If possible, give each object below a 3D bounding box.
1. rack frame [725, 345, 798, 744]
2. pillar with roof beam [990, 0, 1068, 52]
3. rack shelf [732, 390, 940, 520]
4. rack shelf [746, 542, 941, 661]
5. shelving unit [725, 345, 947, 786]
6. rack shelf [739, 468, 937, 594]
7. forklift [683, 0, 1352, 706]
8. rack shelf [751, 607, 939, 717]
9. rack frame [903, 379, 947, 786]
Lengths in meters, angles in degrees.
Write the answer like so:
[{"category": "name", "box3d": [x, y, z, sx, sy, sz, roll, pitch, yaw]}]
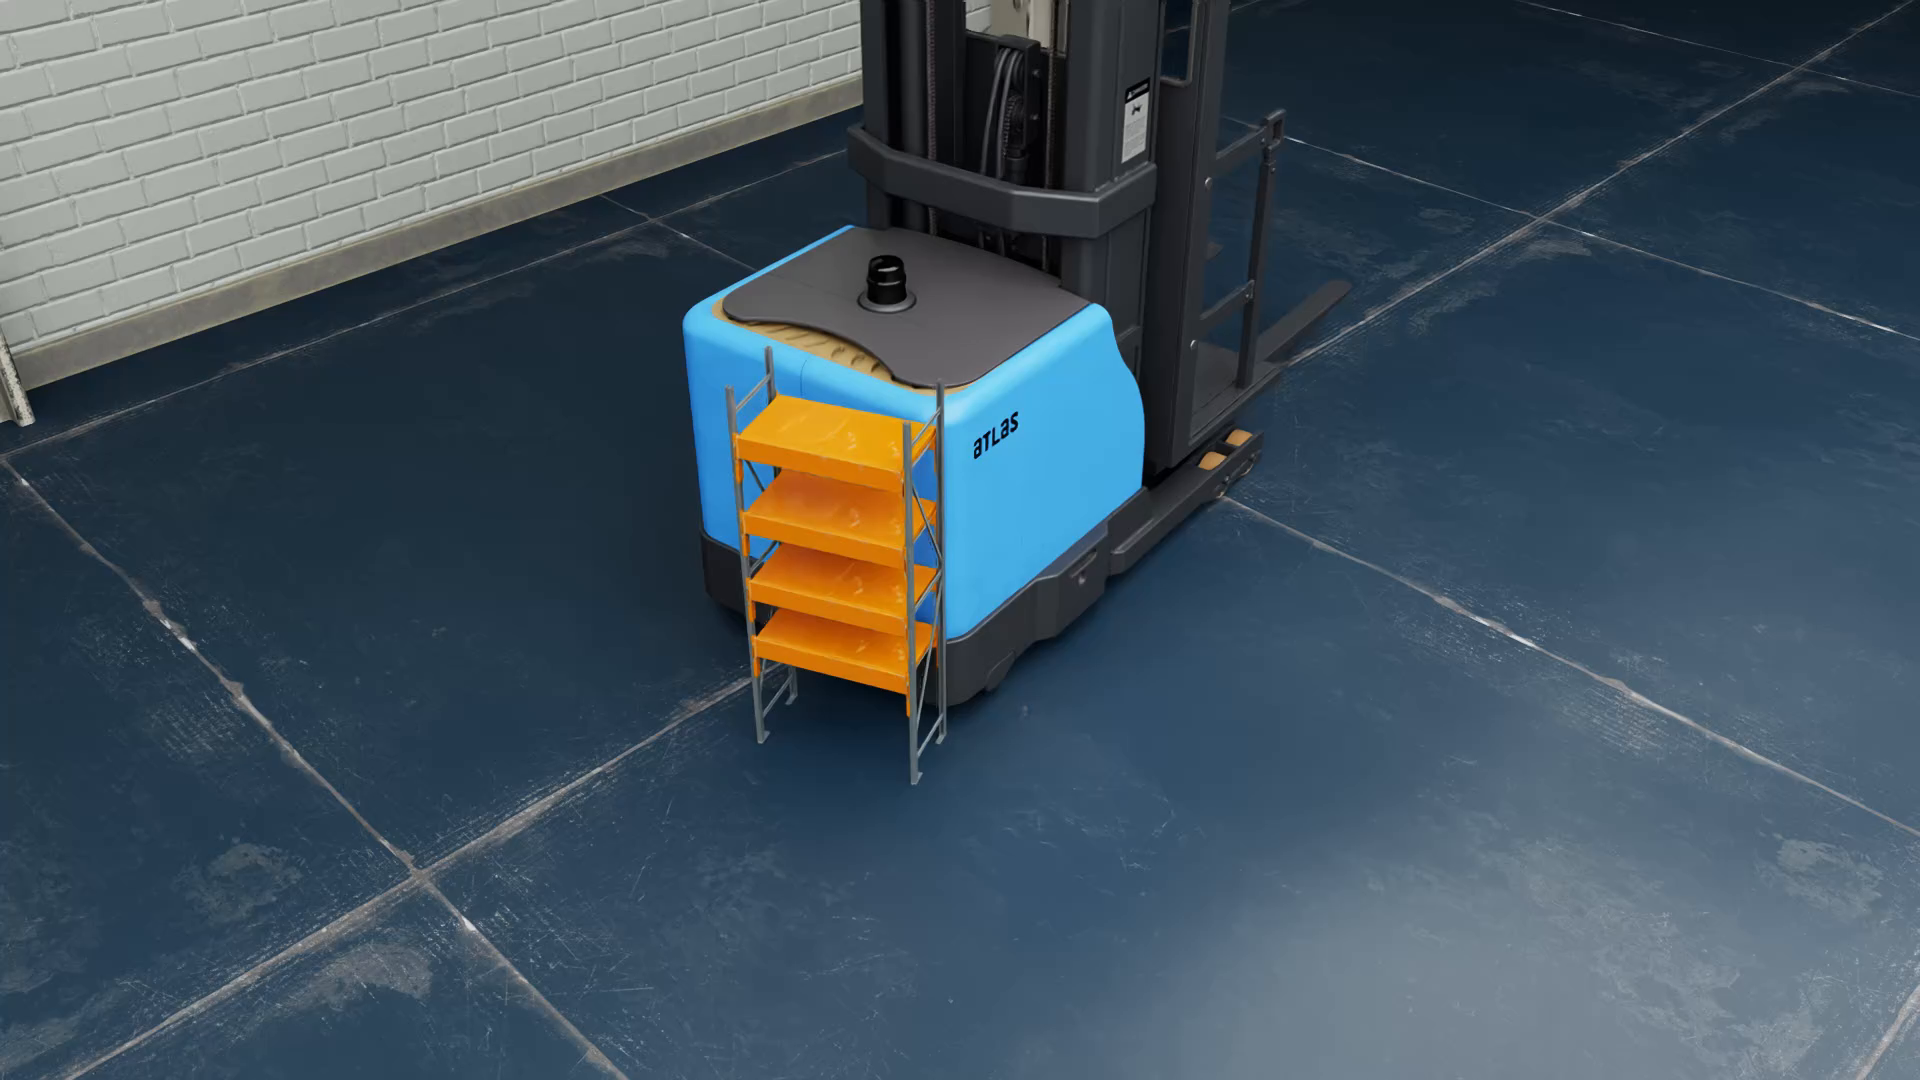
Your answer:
[{"category": "rack frame", "box3d": [-0.545, 0.044, 4.639, 0.015, 1.200, 0.240, 13, 37, 17]}, {"category": "pillar with roof beam", "box3d": [3.477, -4.829, 4.808, 9.100, 9.000, 0.400, 30, 45, 35]}, {"category": "rack shelf", "box3d": [-0.318, -0.228, 4.341, 0.480, 0.148, 0.258, 13, 37, 17]}, {"category": "rack shelf", "box3d": [-0.318, 0.150, 4.604, 0.480, 0.148, 0.258, 13, 37, 17]}, {"category": "shelving unit", "box3d": [-0.318, 0.094, 4.566, 0.503, 1.200, 0.258, 13, 37, 17]}, {"category": "rack shelf", "box3d": [-0.318, -0.034, 4.476, 0.480, 0.148, 0.258, 13, 37, 17]}, {"category": "forklift", "box3d": [0.454, -1.501, 5.339, 1.130, 2.935, 3.031, 23, 41, 29]}, {"category": "rack shelf", "box3d": [-0.318, 0.312, 4.718, 0.480, 0.148, 0.258, 13, 37, 17]}, {"category": "rack frame", "box3d": [-0.090, 0.145, 4.493, 0.015, 1.200, 0.240, 13, 37, 17]}]
